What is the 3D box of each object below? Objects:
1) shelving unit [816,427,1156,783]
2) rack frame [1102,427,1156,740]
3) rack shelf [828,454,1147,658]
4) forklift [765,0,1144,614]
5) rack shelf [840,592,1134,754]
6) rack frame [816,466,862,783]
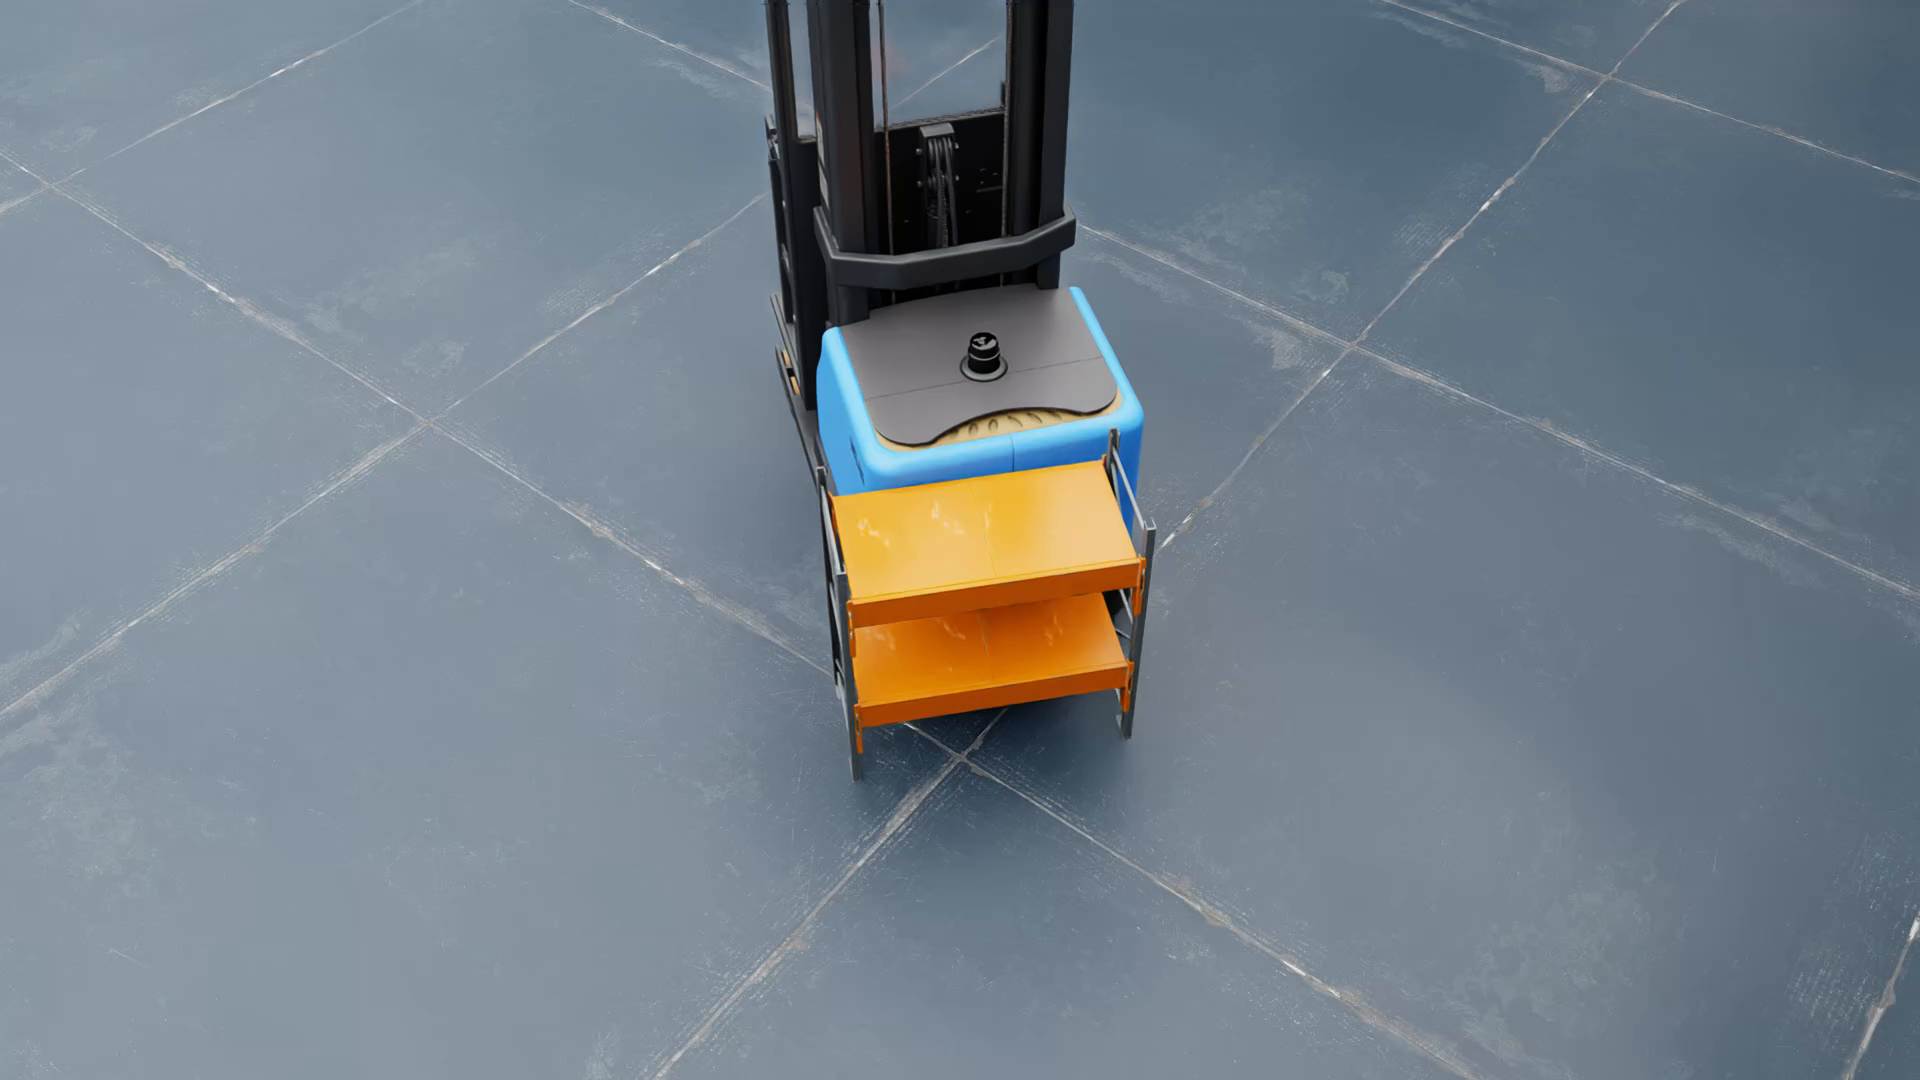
[{"bbox_3d":[0.076,0.248,5.900,1.048,1.125,0.538,-8,47,-8],"label":"shelving unit"},{"bbox_3d":[0.575,0.177,5.968,0.032,1.125,0.500,-8,47,-8],"label":"rack frame"},{"bbox_3d":[0.076,0.046,5.688,1.000,0.278,0.538,-8,47,-8],"label":"rack shelf"},{"bbox_3d":[-0.208,-1.650,6.464,1.130,2.935,3.031,-11,47,-10],"label":"forklift"},{"bbox_3d":[0.076,0.417,6.077,1.000,0.278,0.538,-8,47,-8],"label":"rack shelf"},{"bbox_3d":[-0.423,0.319,5.832,0.032,1.125,0.500,-8,47,-8],"label":"rack frame"}]
